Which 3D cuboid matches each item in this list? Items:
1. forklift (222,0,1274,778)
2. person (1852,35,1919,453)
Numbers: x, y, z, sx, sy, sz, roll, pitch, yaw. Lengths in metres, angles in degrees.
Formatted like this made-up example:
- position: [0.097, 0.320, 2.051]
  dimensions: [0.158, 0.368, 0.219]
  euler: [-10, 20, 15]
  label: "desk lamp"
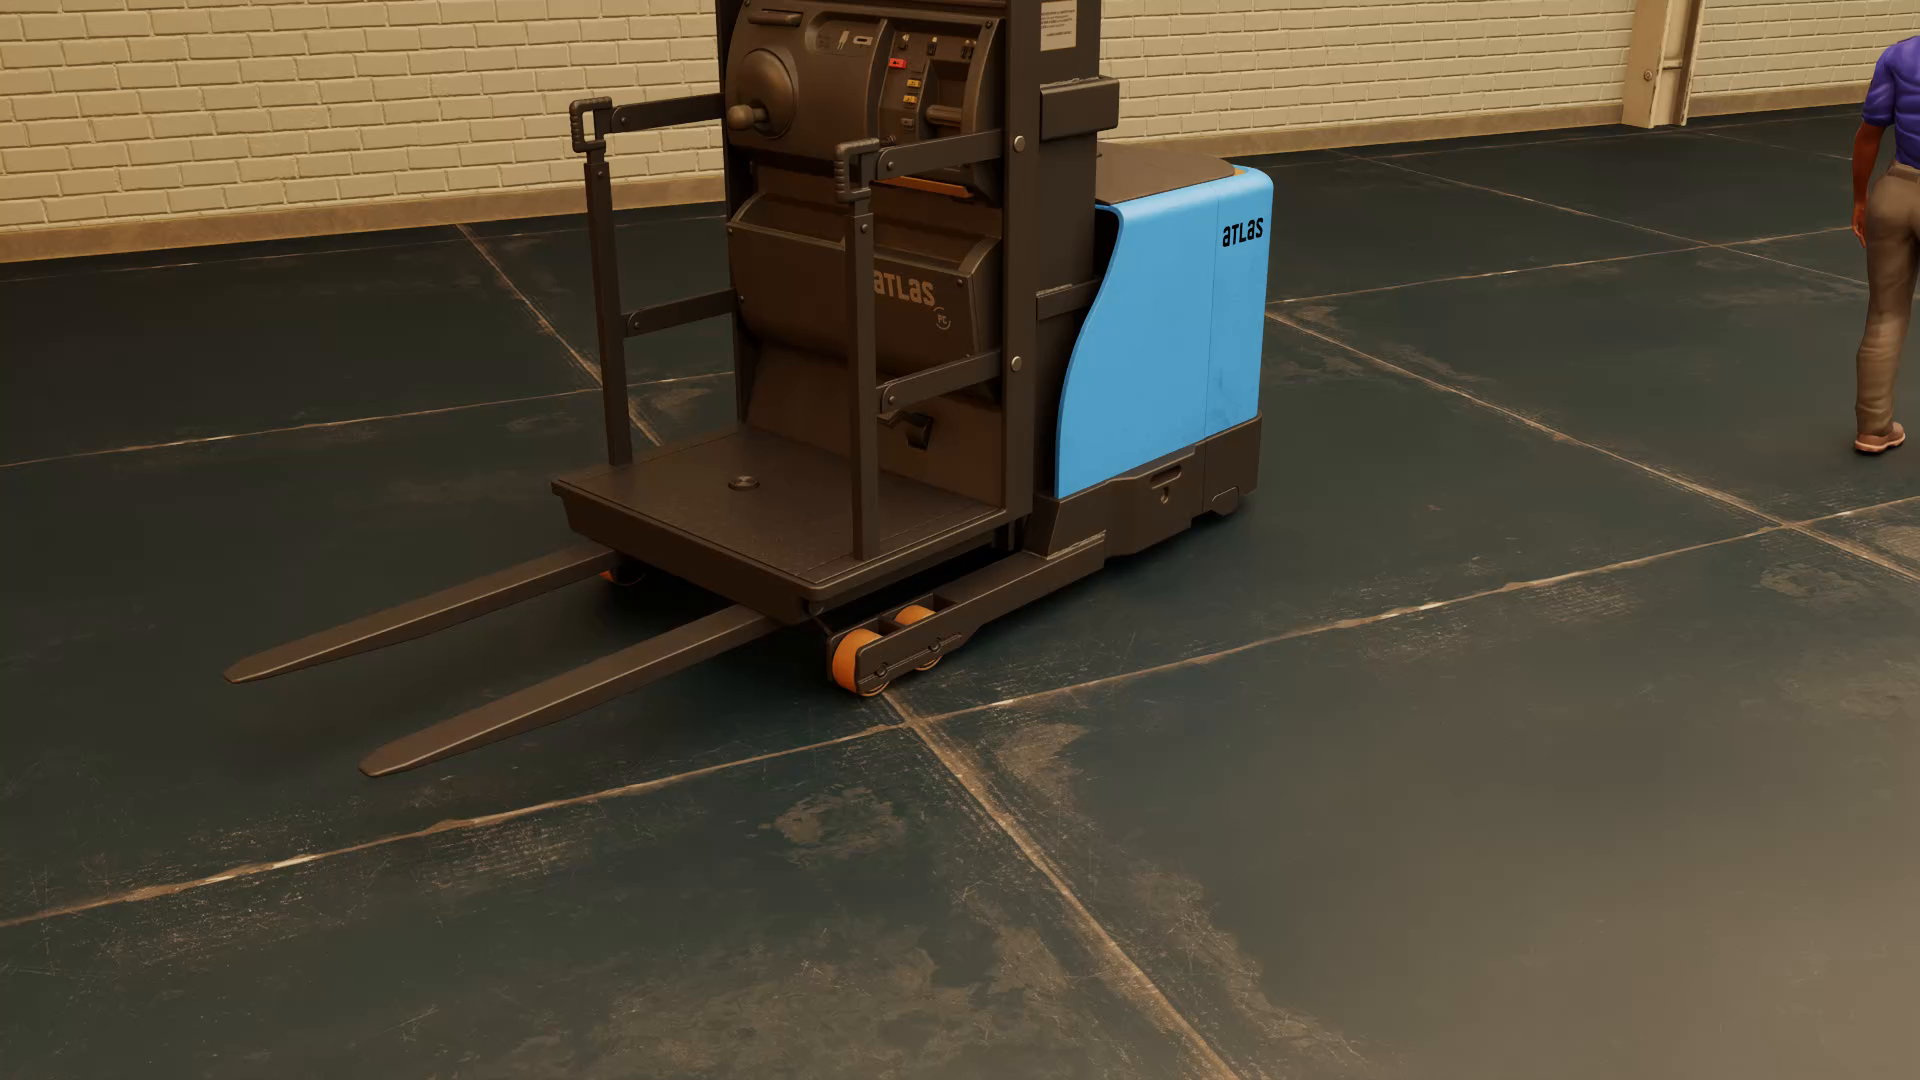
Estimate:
- position: [-0.413, -1.182, 4.131]
  dimensions: [1.130, 2.935, 3.031]
  euler: [19, 29, 39]
  label: "forklift"
- position: [3.287, -1.090, 5.554]
  dimensions: [0.503, 1.656, 0.569]
  euler: [-16, 27, -33]
  label: "person"
